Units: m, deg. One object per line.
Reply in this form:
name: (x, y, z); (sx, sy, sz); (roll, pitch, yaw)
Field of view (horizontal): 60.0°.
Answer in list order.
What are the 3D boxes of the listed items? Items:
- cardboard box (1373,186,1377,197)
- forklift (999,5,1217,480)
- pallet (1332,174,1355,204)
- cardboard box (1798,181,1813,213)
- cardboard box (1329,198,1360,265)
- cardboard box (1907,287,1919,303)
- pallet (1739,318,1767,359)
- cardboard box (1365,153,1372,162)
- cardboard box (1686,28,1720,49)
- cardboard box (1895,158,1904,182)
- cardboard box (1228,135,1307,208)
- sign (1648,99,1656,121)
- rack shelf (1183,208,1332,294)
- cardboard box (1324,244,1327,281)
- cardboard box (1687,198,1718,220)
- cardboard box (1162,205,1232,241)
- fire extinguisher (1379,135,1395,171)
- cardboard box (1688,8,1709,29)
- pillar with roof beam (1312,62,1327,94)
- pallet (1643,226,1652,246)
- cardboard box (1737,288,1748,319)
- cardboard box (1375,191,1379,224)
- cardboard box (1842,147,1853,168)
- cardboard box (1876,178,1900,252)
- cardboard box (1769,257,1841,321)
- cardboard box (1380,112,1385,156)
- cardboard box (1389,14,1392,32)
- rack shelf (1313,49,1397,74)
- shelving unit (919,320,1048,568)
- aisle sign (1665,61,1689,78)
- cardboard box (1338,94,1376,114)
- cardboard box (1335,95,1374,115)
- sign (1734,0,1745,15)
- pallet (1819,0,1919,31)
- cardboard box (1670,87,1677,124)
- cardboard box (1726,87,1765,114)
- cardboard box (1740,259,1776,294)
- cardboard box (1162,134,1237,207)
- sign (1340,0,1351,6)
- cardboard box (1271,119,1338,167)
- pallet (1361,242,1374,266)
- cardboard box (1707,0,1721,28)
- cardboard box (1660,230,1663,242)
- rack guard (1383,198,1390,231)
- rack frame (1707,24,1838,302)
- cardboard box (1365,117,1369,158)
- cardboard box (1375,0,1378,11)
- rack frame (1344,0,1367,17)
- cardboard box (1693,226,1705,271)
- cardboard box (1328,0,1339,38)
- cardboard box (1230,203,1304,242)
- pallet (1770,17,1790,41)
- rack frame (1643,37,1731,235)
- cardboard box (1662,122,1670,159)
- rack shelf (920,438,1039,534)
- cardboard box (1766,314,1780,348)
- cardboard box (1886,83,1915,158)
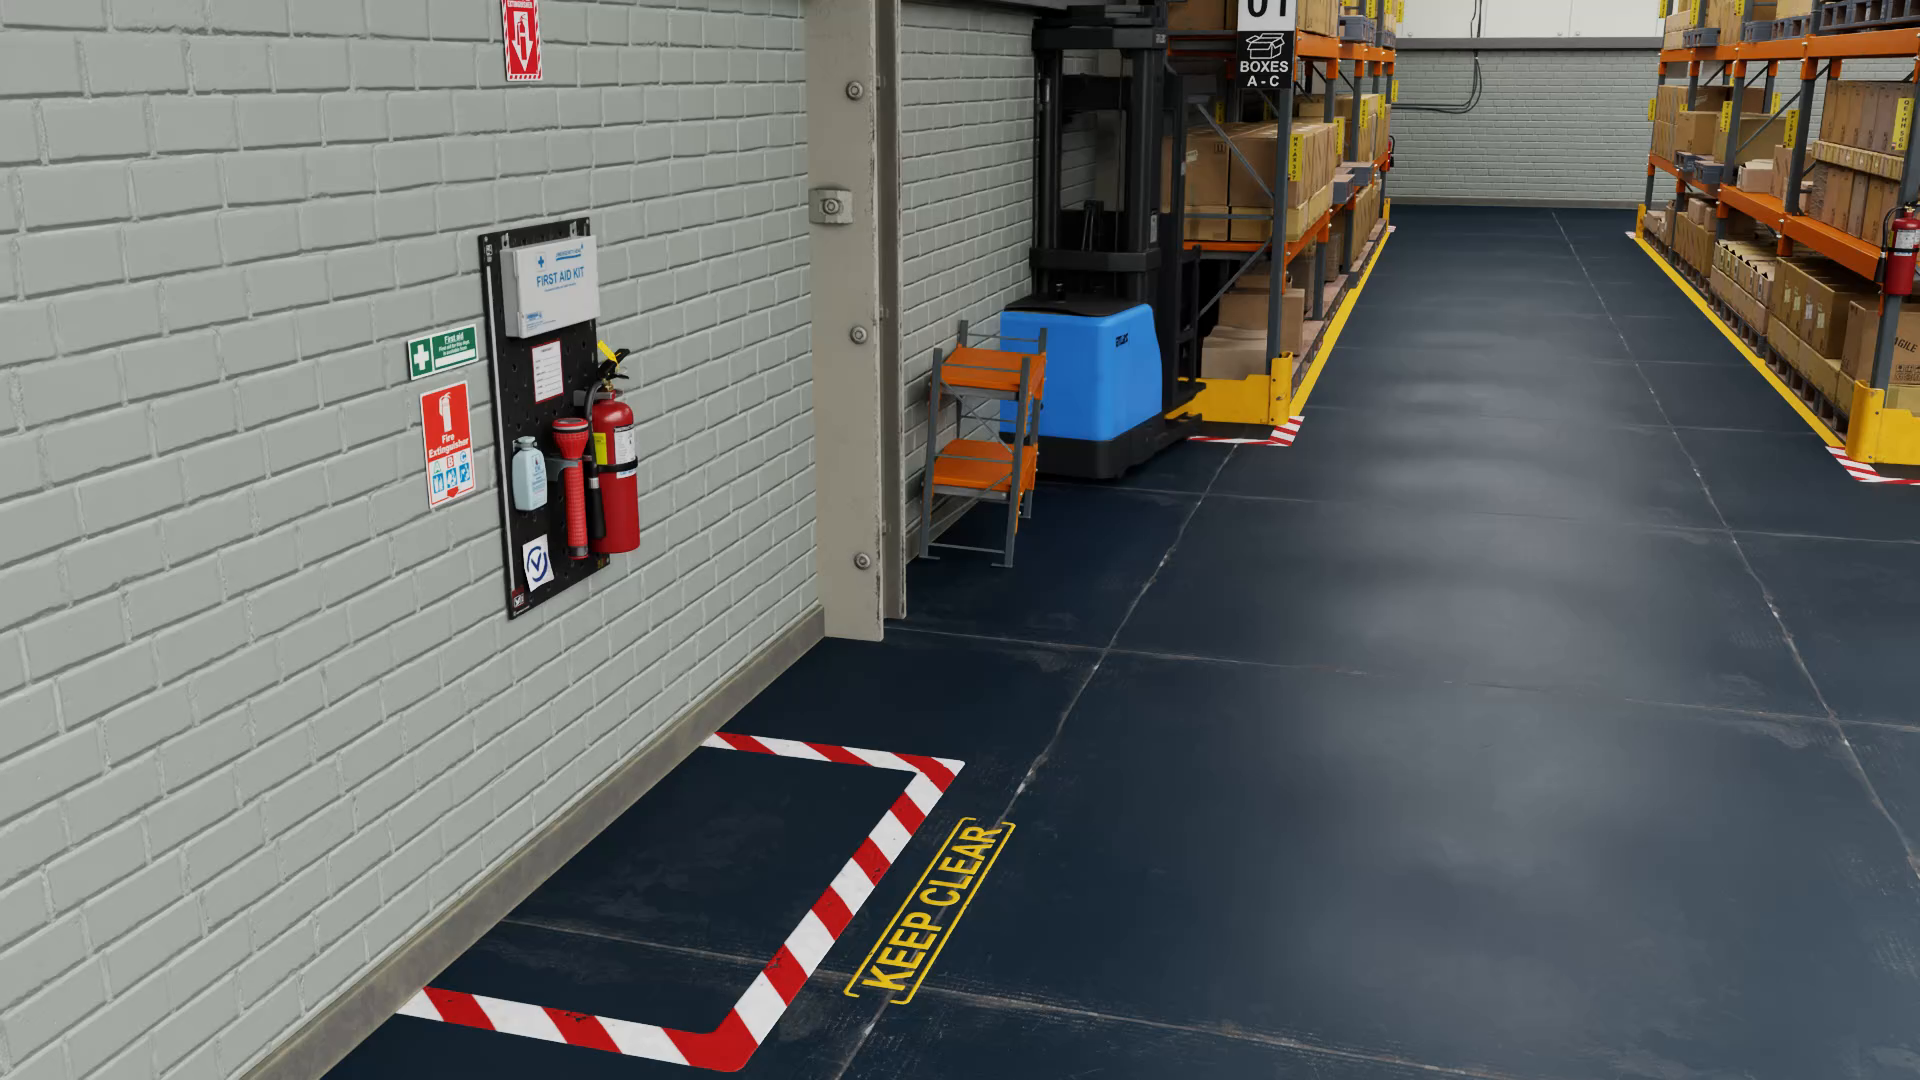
cardboard box: (6.015, -5.208, 24.818); (0.380, 0.149, 0.250); (4, 16, 14)
forklift: (1.094, -2.149, 11.535); (1.130, 2.935, 3.031); (7, 17, 24)
pallet: (3.367, -3.501, 16.526); (1.003, 0.211, 1.213); (5, 16, 16)
cardboard box: (7.859, -3.081, 14.970); (0.500, 0.250, 0.500); (6, 17, 19)
cardboard box: (4.482, -3.801, 20.402); (0.750, 0.750, 0.750); (4, 16, 15)
cardboard box: (7.260, -1.600, 12.370); (0.500, 0.500, 0.500); (5, 16, 16)
pallet: (7.933, -1.875, 15.554); (1.003, 0.211, 1.213); (5, 16, 16)
cardboard box: (5.275, -5.070, 22.130); (0.380, 0.149, 0.250); (5, 16, 16)
cardboard box: (9.918, -6.633, 21.995); (0.500, 0.250, 0.500); (5, 16, 16)
cardboard box: (6.623, -2.518, 11.338); (0.380, 0.149, 0.250); (5, 17, 17)
cardboard box: (2.298, -2.758, 12.418); (0.500, 0.500, 0.500); (5, 16, 16)
sign: (10.651, -6.619, 25.582); (0.100, 0.325, 0.005); (5, 16, 16)
rack shelf: (2.442, -2.535, 14.088); (1.077, 0.370, 4.000); (5, 16, 16)
cardboard box: (3.735, -3.142, 18.683); (0.700, 0.500, 0.500); (5, 16, 16)
cardboard box: (9.379, -4.115, 20.739); (0.500, 0.250, 0.500); (5, 16, 16)
cardboard box: (1.821, -2.432, 12.647); (0.500, 0.250, 0.500); (5, 17, 17)
fire extinguisher: (6.906, -6.331, 26.977); (0.296, 0.674, 0.183); (5, 16, 16)
cardboard box: (9.912, -6.874, 21.928); (0.500, 0.250, 0.500); (5, 16, 16)
pillar with roof beam: (10.486, -9.869, 27.634); (9.100, 9.000, 0.400); (5, 16, 16)
pallet: (10.924, -4.590, 25.127); (1.003, 0.211, 1.213); (5, 16, 16)
cardboard box: (7.891, -2.297, 16.201); (0.500, 0.250, 0.500); (5, 17, 17)
cardboard box: (6.176, -5.221, 26.052); (0.700, 0.500, 0.500); (5, 16, 16)
cardboard box: (7.137, -2.988, 12.996); (0.380, 0.149, 0.250); (4, 16, 14)
cardboard box: (6.914, -2.282, 11.693); (0.700, 0.500, 0.500); (5, 17, 17)
cardboard box: (7.329, -2.164, 14.357); (0.500, 0.500, 0.500); (5, 16, 16)
cardboard box: (5.864, -6.164, 25.014); (0.980, 0.700, 0.700); (4, 16, 13)
cardboard box: (6.030, -7.546, 24.260); (0.500, 0.250, 0.500); (4, 16, 14)
rack shelf: (5.852, -7.117, 24.747); (1.077, 0.370, 4.000); (5, 16, 16)
shelving unit: (0.140, -0.558, 9.170); (0.538, 1.125, 1.048); (6, 16, 6)
aisle sign: (10.909, -7.452, 25.340); (0.394, 0.787, 0.004); (5, 16, 16)
cardboard box: (5.242, -5.784, 22.084); (0.500, 0.250, 0.500); (5, 17, 17)
cardboard box: (5.097, -5.650, 21.614); (0.500, 0.250, 0.500); (5, 17, 17)
sign: (8.378, -5.802, 17.843); (0.100, 0.325, 0.005); (5, 16, 16)
pallet: (7.543, -4.196, 13.292); (1.003, 0.211, 1.213); (5, 16, 16)
cardboard box: (10.216, -6.062, 23.188); (0.500, 0.500, 0.500); (5, 17, 16)
cardboard box: (10.438, -5.745, 22.070); (0.500, 0.500, 0.500); (5, 17, 17)
cardboard box: (7.887, -2.565, 16.118); (0.500, 0.311, 0.500); (5, 16, 16)
cardboard box: (1.804, -2.796, 12.553); (0.500, 0.500, 0.500); (4, 16, 15)
sign: (3.533, -5.056, 15.213); (0.100, 0.325, 0.005); (5, 16, 16)
cardboard box: (3.691, -4.259, 17.858); (0.700, 0.500, 0.500); (5, 16, 16)
pallet: (5.137, -3.948, 22.861); (1.003, 0.211, 1.213); (5, 16, 16)
cardboard box: (9.821, -6.729, 20.924); (0.600, 0.600, 0.600); (3, 16, 11)
cardboard box: (9.973, -4.228, 23.157); (0.380, 0.149, 0.250); (5, 16, 16)
rack guard: (6.428, -5.347, 27.266); (1.175, 0.500, 0.348); (5, 16, 16)
rack frame: (8.898, -4.068, 18.173); (1.000, 3.000, 0.127); (5, 16, 16)
cardboard box: (4.830, -5.025, 20.783); (0.500, 0.500, 0.500); (5, 16, 16)
cardboard box: (5.755, -7.644, 23.232); (0.500, 0.500, 0.500); (4, 16, 15)
rack frame: (4.147, -7.337, 18.705); (1.000, 3.000, 0.127); (5, 16, 16)
cardboard box: (9.086, -3.475, 19.858); (0.500, 0.500, 0.500); (4, 16, 14)
cardboard box: (3.103, -4.753, 14.873); (0.500, 0.500, 0.500); (5, 17, 17)
cardboard box: (2.317, -2.398, 12.526); (0.500, 0.250, 0.500); (4, 16, 14)
pallet: (8.476, -4.942, 16.107); (1.003, 0.211, 1.213); (5, 17, 18)
rack frame: (11.171, -6.161, 25.552); (1.000, 3.000, 0.127); (5, 16, 16)
cardboard box: (10.362, -5.716, 23.801); (0.500, 0.500, 0.500); (5, 17, 17)
rack shelf: (0.122, -0.324, 9.239); (0.538, 0.278, 1.000); (6, 16, 6)
cardboard box: (7.339, -1.802, 14.456); (0.500, 0.250, 0.500); (5, 16, 16)
cardboard box: (6.928, -2.920, 11.566); (0.700, 0.500, 0.500); (4, 16, 14)
